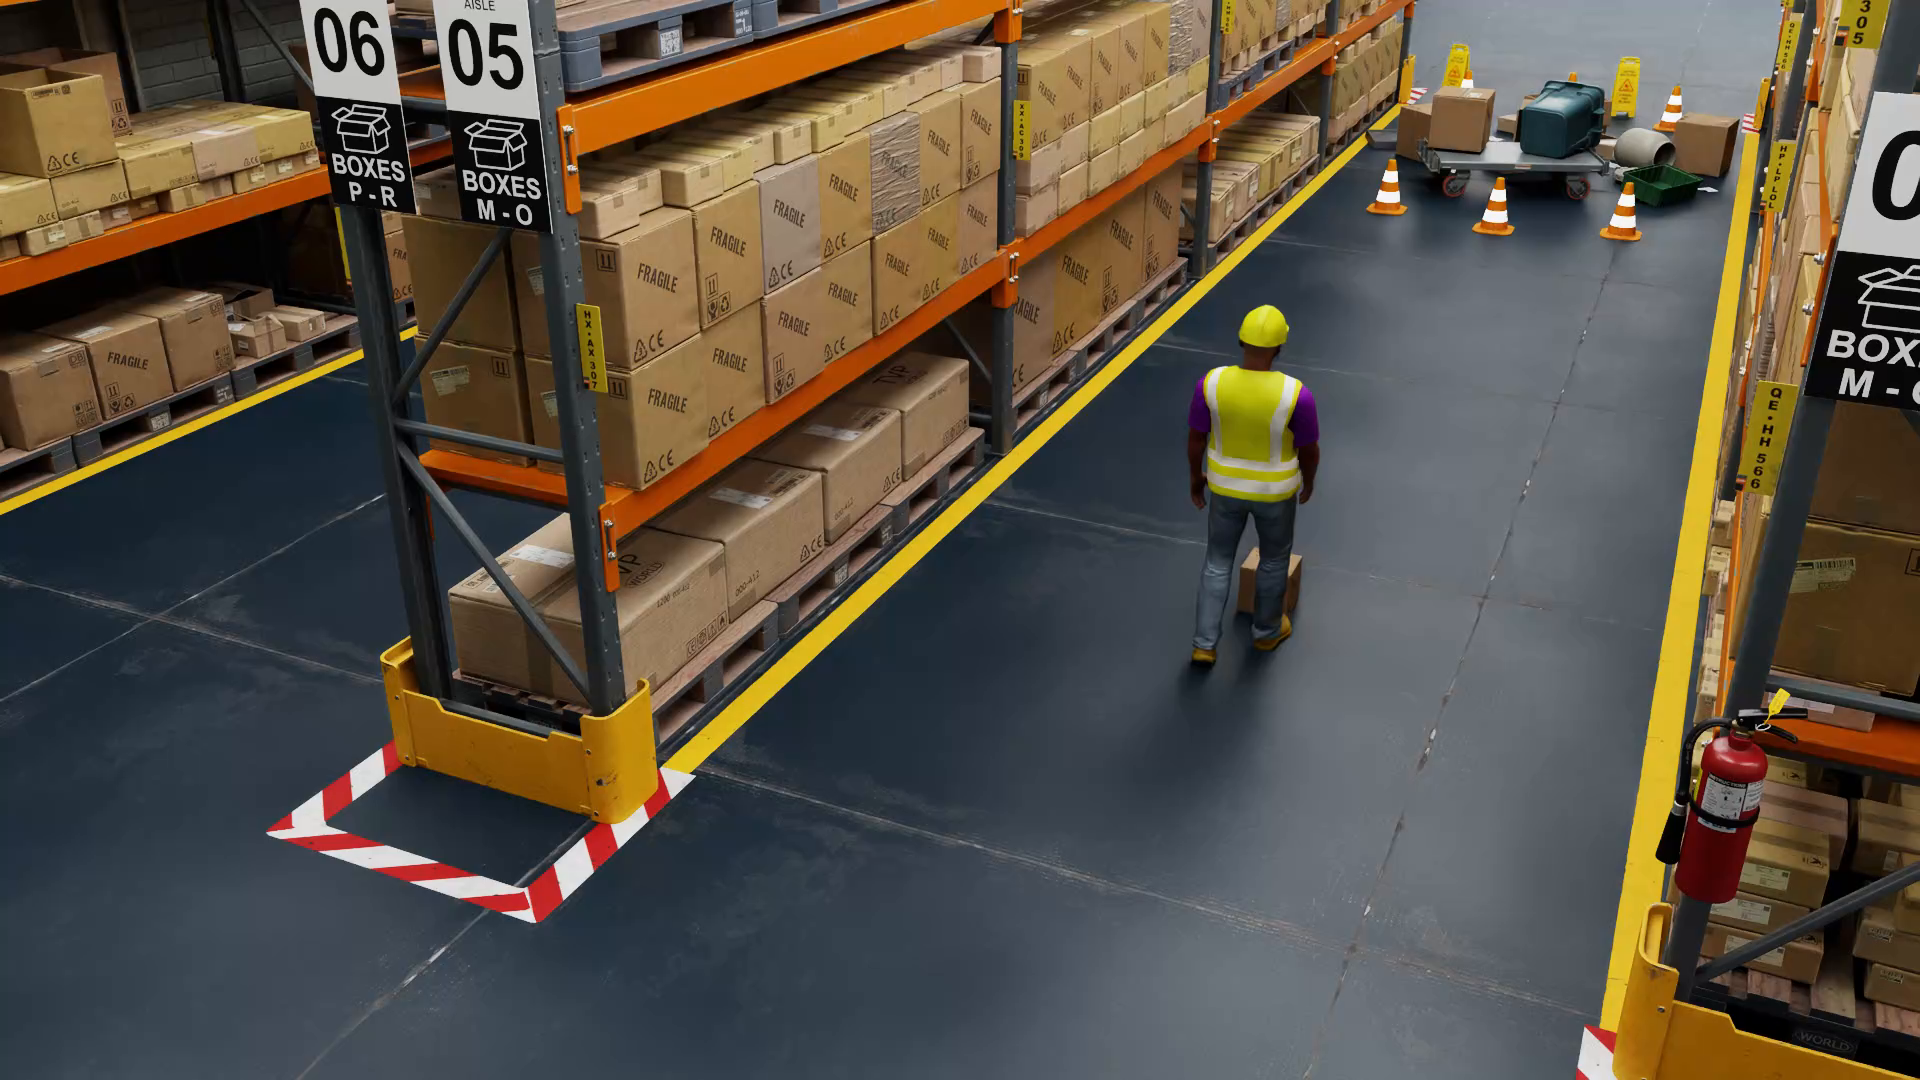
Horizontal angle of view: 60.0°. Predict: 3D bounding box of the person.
[{"bbox_3d":[1.353,-0.241,7.678,0.593,1.814,0.595,11,28,22],"label":"person"}]
